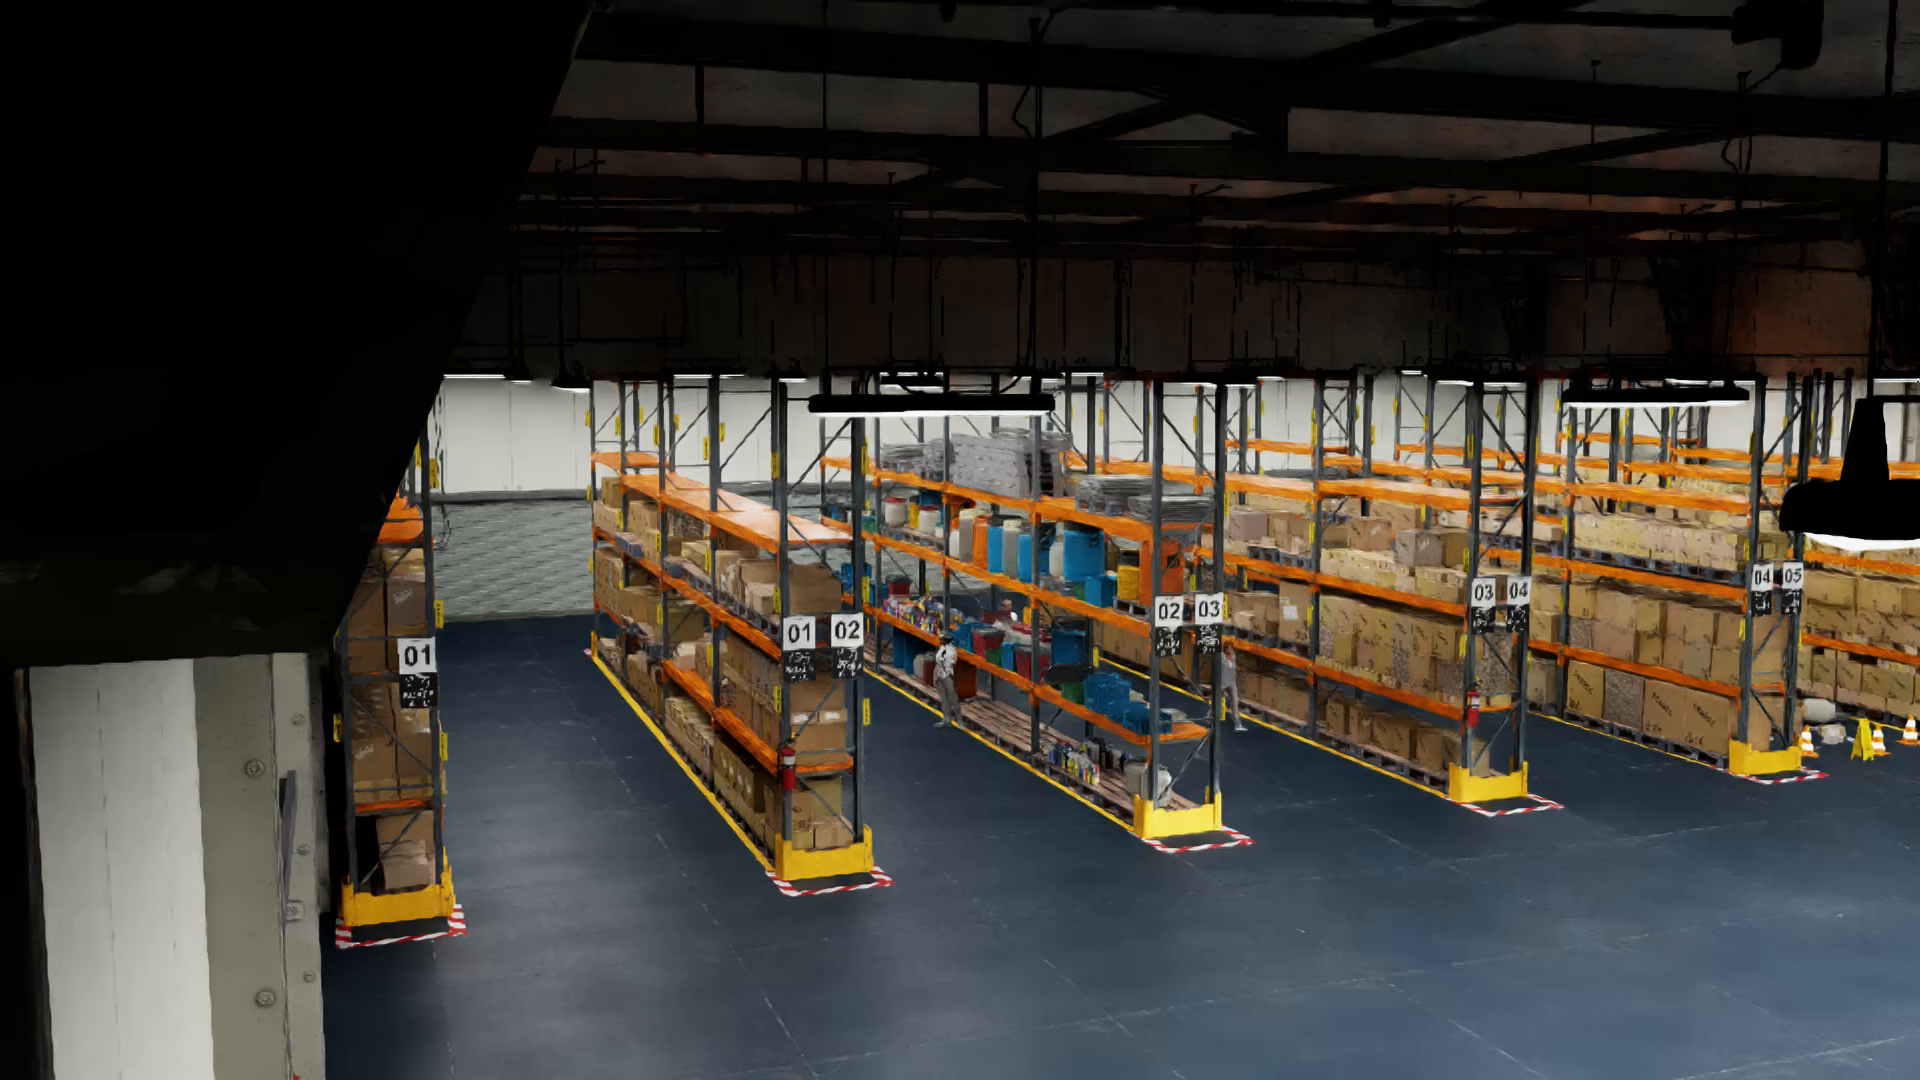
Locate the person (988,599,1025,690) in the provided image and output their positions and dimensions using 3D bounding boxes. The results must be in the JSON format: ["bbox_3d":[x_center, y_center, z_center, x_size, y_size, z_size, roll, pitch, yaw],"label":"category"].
[{"bbox_3d":[0.876,1.963,31.373,0.580,1.715,1.102,-3,7,-28],"label":"person"}]

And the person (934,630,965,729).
[{"bbox_3d":[-0.173,2.360,28.227,0.438,1.671,0.590,-4,7,-30],"label":"person"}]

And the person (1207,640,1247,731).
[{"bbox_3d":[4.484,2.430,28.128,0.417,1.513,1.036,-2,7,-17],"label":"person"}]
